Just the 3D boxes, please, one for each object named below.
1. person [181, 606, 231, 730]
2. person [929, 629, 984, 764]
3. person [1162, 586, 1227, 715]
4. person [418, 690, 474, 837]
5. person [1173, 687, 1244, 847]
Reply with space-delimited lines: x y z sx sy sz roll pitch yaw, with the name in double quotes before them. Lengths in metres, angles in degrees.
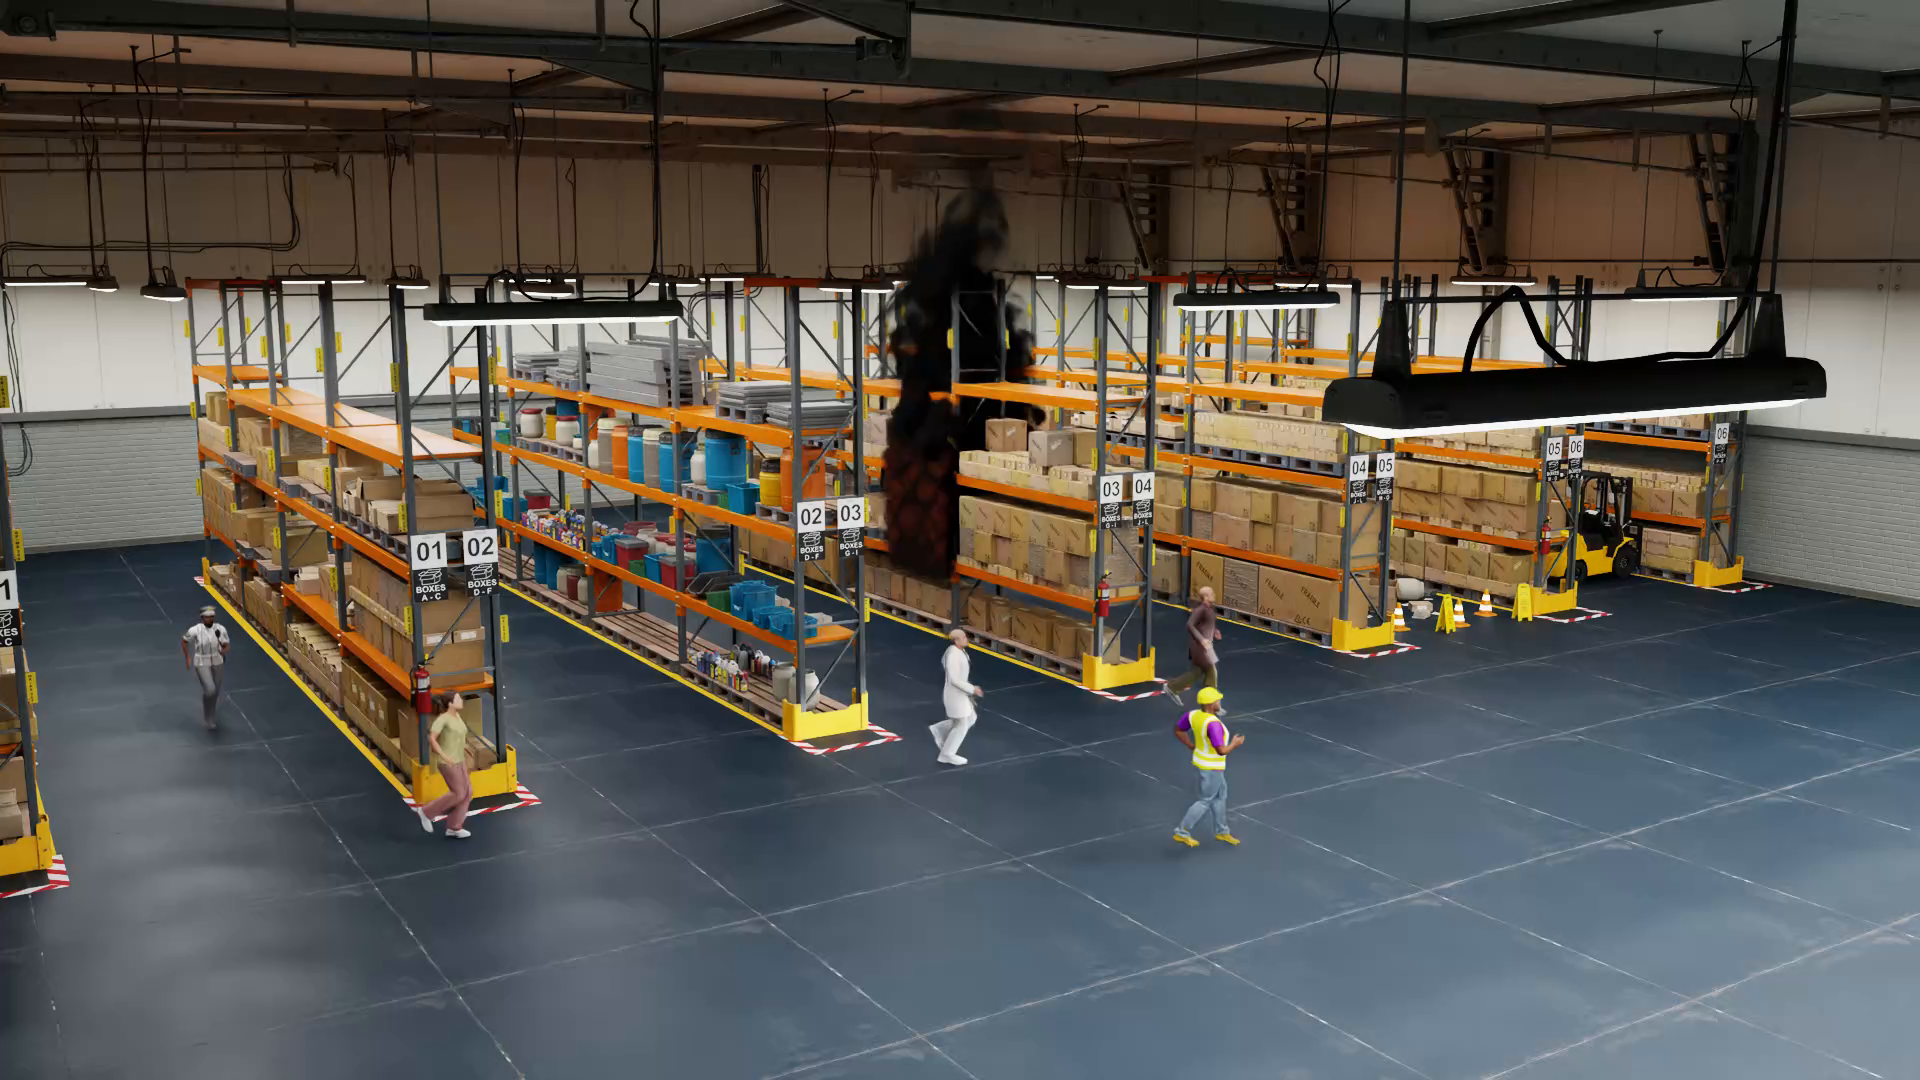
"person" -10.230 1.734 22.679 0.536 1.726 0.788 -9 13 -43
"person" -0.043 1.974 21.100 0.700 1.739 0.745 0 10 2
"person" 3.298 1.500 23.531 0.835 1.733 0.717 2 10 9
"person" -5.697 2.460 18.533 0.578 1.616 0.629 1 10 4
"person" 2.686 2.469 17.925 0.815 1.810 0.682 -2 10 -12
